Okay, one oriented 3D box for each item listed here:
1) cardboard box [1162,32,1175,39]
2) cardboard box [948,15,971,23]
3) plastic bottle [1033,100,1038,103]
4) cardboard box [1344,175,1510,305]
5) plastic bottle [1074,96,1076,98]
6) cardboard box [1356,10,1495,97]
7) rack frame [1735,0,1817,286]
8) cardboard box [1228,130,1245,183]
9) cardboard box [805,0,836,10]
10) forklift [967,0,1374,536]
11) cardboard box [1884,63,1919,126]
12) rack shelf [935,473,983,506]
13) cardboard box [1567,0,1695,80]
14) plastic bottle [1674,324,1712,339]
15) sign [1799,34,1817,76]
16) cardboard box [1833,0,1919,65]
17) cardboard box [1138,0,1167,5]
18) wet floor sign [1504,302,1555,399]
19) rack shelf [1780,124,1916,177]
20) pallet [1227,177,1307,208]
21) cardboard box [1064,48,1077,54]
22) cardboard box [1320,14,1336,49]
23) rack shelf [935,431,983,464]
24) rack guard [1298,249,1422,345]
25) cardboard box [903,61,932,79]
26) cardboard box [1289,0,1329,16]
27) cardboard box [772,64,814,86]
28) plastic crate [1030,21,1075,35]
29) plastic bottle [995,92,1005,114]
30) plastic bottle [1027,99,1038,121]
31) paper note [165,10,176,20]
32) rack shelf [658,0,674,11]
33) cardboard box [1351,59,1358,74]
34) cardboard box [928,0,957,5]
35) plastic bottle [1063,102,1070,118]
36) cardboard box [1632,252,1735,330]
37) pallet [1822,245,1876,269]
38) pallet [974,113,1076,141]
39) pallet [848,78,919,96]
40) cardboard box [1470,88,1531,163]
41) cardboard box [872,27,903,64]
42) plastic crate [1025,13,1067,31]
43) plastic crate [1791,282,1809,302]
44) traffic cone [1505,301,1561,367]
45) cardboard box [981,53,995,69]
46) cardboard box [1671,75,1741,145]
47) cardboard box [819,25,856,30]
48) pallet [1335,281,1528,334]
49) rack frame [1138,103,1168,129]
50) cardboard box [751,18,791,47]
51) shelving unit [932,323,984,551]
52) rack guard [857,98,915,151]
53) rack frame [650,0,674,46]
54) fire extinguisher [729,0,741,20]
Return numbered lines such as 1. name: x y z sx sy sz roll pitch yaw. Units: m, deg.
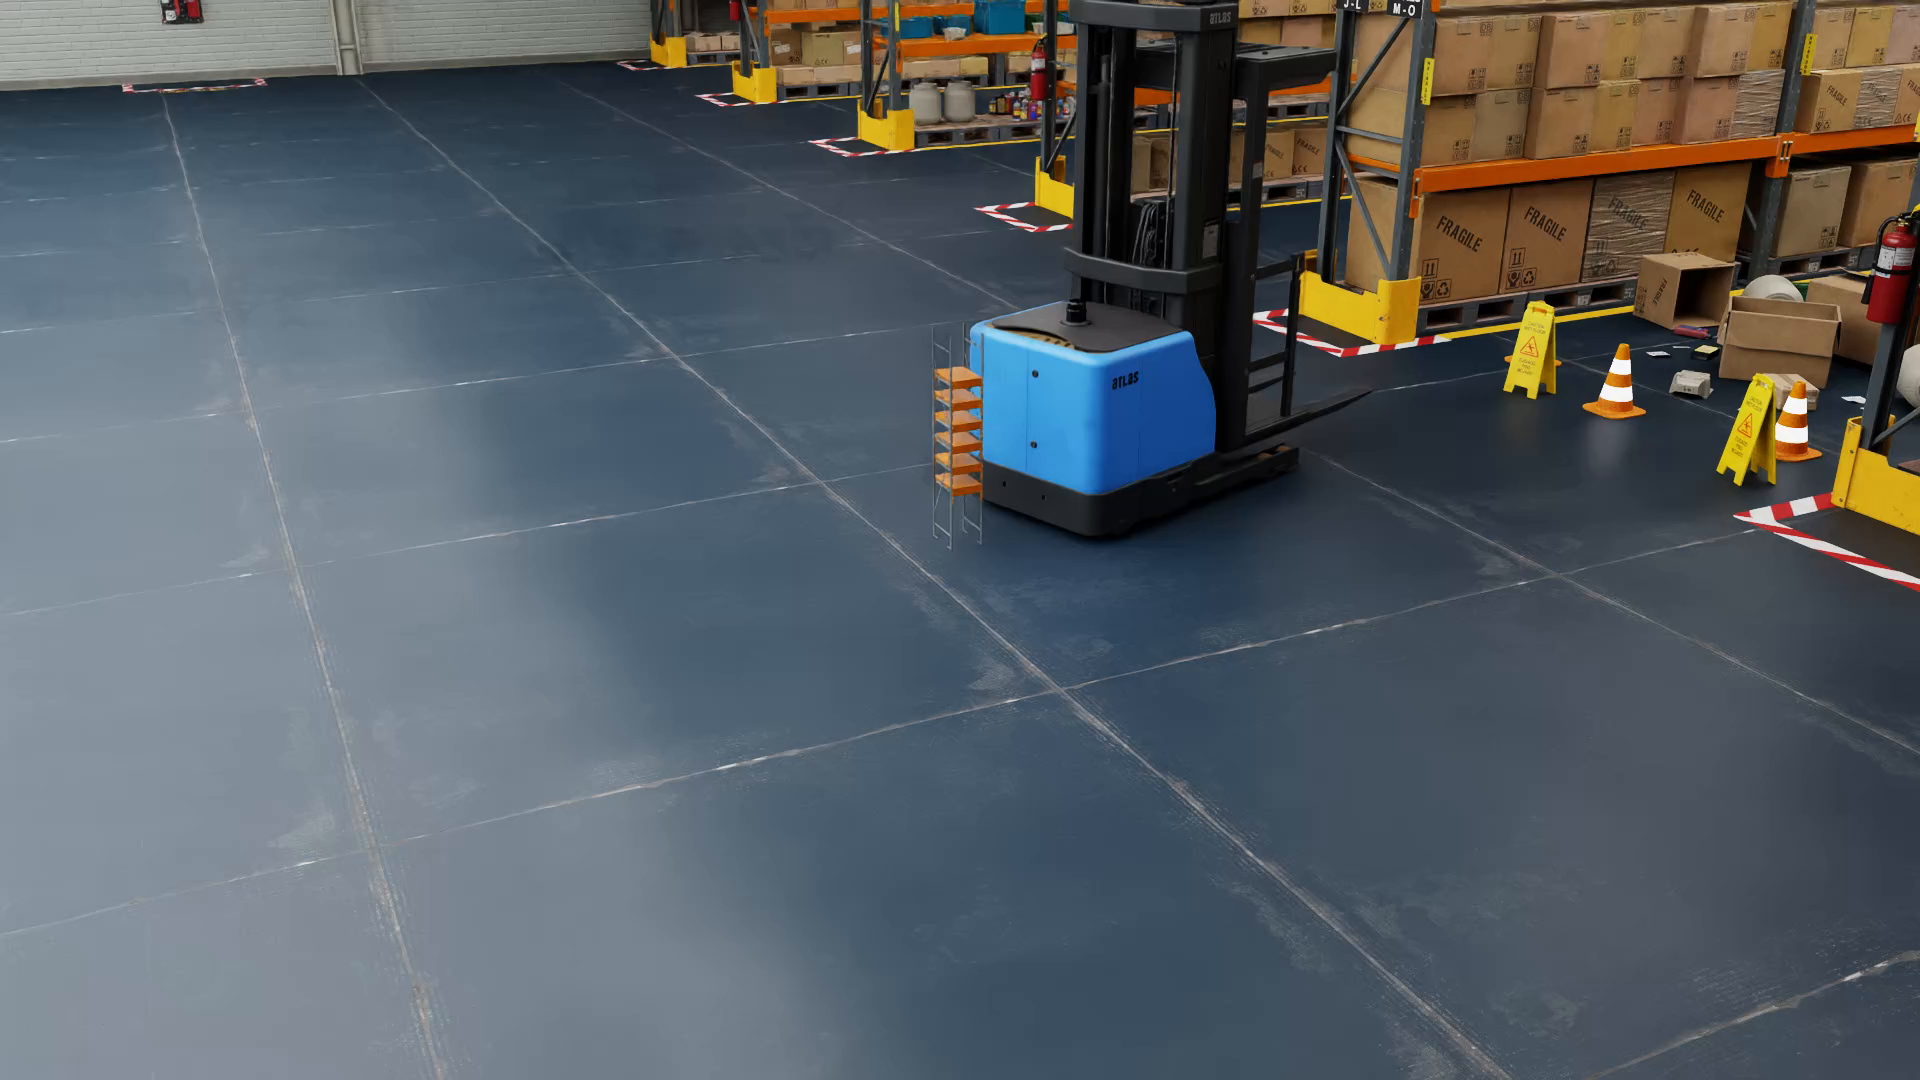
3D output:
1. cardboard box: 2.037 -5.234 17.428 0.500 0.500 0.875 -10 25 -24
2. cardboard box: -0.132 -9.978 32.103 0.500 0.500 0.700 -10 25 -23
3. plastic bottle: 1.051 -5.967 22.802 0.097 0.201 0.097 0 22 0
4. cardboard box: 3.774 -2.465 13.489 0.875 0.875 0.875 -10 25 -23
5. plastic bottle: 1.600 -5.902 22.539 0.133 0.283 0.061 -10 25 -24
6. cardboard box: 3.542 -3.734 12.718 0.550 0.550 0.875 -10 25 -24
7. rack frame: 6.796 -3.781 14.439 0.127 3.000 1.000 -10 25 -24
8. cardboard box: 2.797 -4.189 18.143 0.500 0.500 0.500 -8 24 -19
9. cardboard box: -2.264 -8.466 25.627 0.500 0.500 0.700 -10 24 -22
10. forklift: 1.443 -1.840 9.840 3.031 2.935 1.130 -21 30 -40
11. cardboard box: 8.292 -3.988 14.808 0.500 0.500 0.500 -11 25 -24
12. rack shelf: -0.013 -0.289 9.100 0.180 0.103 0.258 -10 25 -24
13. cardboard box: 5.457 -4.127 13.666 0.550 0.550 0.875 -10 25 -24
14. plastic bottle: 5.790 -1.634 13.095 0.283 0.061 0.133 20 30 40
15. sign: 7.038 -4.027 13.797 0.005 0.325 0.100 -10 25 -24
16. cardboard box: 8.158 -4.544 14.843 0.500 0.500 0.700 -10 25 -23
17. cardboard box: 1.745 -5.487 16.733 0.500 0.500 0.500 -10 25 -24
18. wet floor sign: 4.024 -1.343 11.627 0.232 0.644 0.267 -15 27 -33
19. rack shelf: 8.598 -3.781 15.378 4.000 0.370 1.077 -10 25 -24
20. pallet: 3.045 -3.891 18.351 1.213 0.211 1.003 -10 25 -24
21. cardboard box: 1.842 -8.255 27.559 0.500 0.311 0.500 -11 25 -25
22. cardboard box: 3.837 -5.567 18.233 0.500 0.500 0.875 -10 25 -24
23. rack shelf: -0.013 -0.511 9.008 0.180 0.103 0.258 -10 25 -24
24. rack guard: 3.170 -1.959 13.305 0.348 0.500 1.175 -10 25 -24
25. cardboard box: -0.780 -7.526 26.531 0.500 0.250 0.500 -10 25 -24
26. cardboard box: 3.548 -5.817 17.531 0.500 0.500 0.500 -10 25 -24
27. cardboard box: -2.582 -7.194 25.730 0.500 0.250 0.500 -10 25 -24
28. plastic crate: 1.234 -6.736 21.922 0.437 0.136 0.530 -10 25 -24
29. plastic bottle: 0.545 -5.980 22.728 0.133 0.283 0.061 -10 24 -22
30. plastic bottle: 0.964 -5.724 22.108 0.133 0.283 0.061 -10 25 -23
31. paper note: -12.897 -8.575 27.171 0.142 0.148 0.016 -10 25 -24
32. rack shelf: -3.511 -9.964 30.317 4.000 0.370 1.077 -10 25 -24
33. cardboard box: 4.189 -5.195 18.184 0.250 0.149 0.380 -10 25 -24
34. cardboard box: -0.427 -8.803 26.439 0.500 0.500 0.700 -11 25 -24
35. plastic bottle: 1.425 -5.778 22.347 0.097 0.201 0.097 0 22 0
36. cardboard box: 5.842 -2.016 13.440 0.500 0.500 0.500 -6 23 -14
37. pallet: 8.559 -2.851 15.837 1.213 0.211 1.003 -10 25 -24
38. pallet: 0.863 -5.625 22.539 1.213 0.211 1.003 -10 25 -24
39. pallet: -1.393 -7.312 26.615 1.213 0.211 1.003 -10 25 -24
40. cardboard box: 3.992 -3.363 13.233 0.550 0.550 0.875 -10 25 -24
41. cardboard box: -1.229 -7.789 26.186 0.500 0.500 0.500 -10 25 -24
42. plastic crate: 1.242 -6.988 22.464 0.662 0.188 0.450 -10 25 -24
43. plastic crate: 7.207 -2.028 13.806 0.662 0.188 0.450 2 13 4
44. traffic cone: 4.286 -1.544 12.352 0.334 0.463 0.336 -10 25 -24
45. cardboard box: 0.690 -8.014 27.711 0.500 0.250 0.500 -11 25 -24
46. cardboard box: 5.983 -3.686 14.014 0.550 0.550 0.875 -10 25 -24
47. cardboard box: -1.913 -7.891 26.433 0.500 0.500 0.500 -10 25 -24
48. pallet: 3.878 -1.989 13.755 1.213 0.211 1.003 -10 25 -24
49. rack frame: 2.587 -7.214 22.733 0.127 3.000 1.000 -10 25 -24
50. cardboard box: -3.455 -9.296 30.455 0.500 0.500 0.700 -12 25 -27
51. shelving unit: -0.013 -0.552 8.991 0.189 1.200 0.258 -10 25 -24
52. rack guard: -0.969 -5.425 21.678 0.348 0.500 1.175 -10 25 -24
53. rack frame: -5.314 -9.965 29.378 0.127 3.000 1.000 -10 25 -24
54. fire extinguisher: -3.470 -8.363 25.609 0.183 0.674 0.296 -10 25 -24
